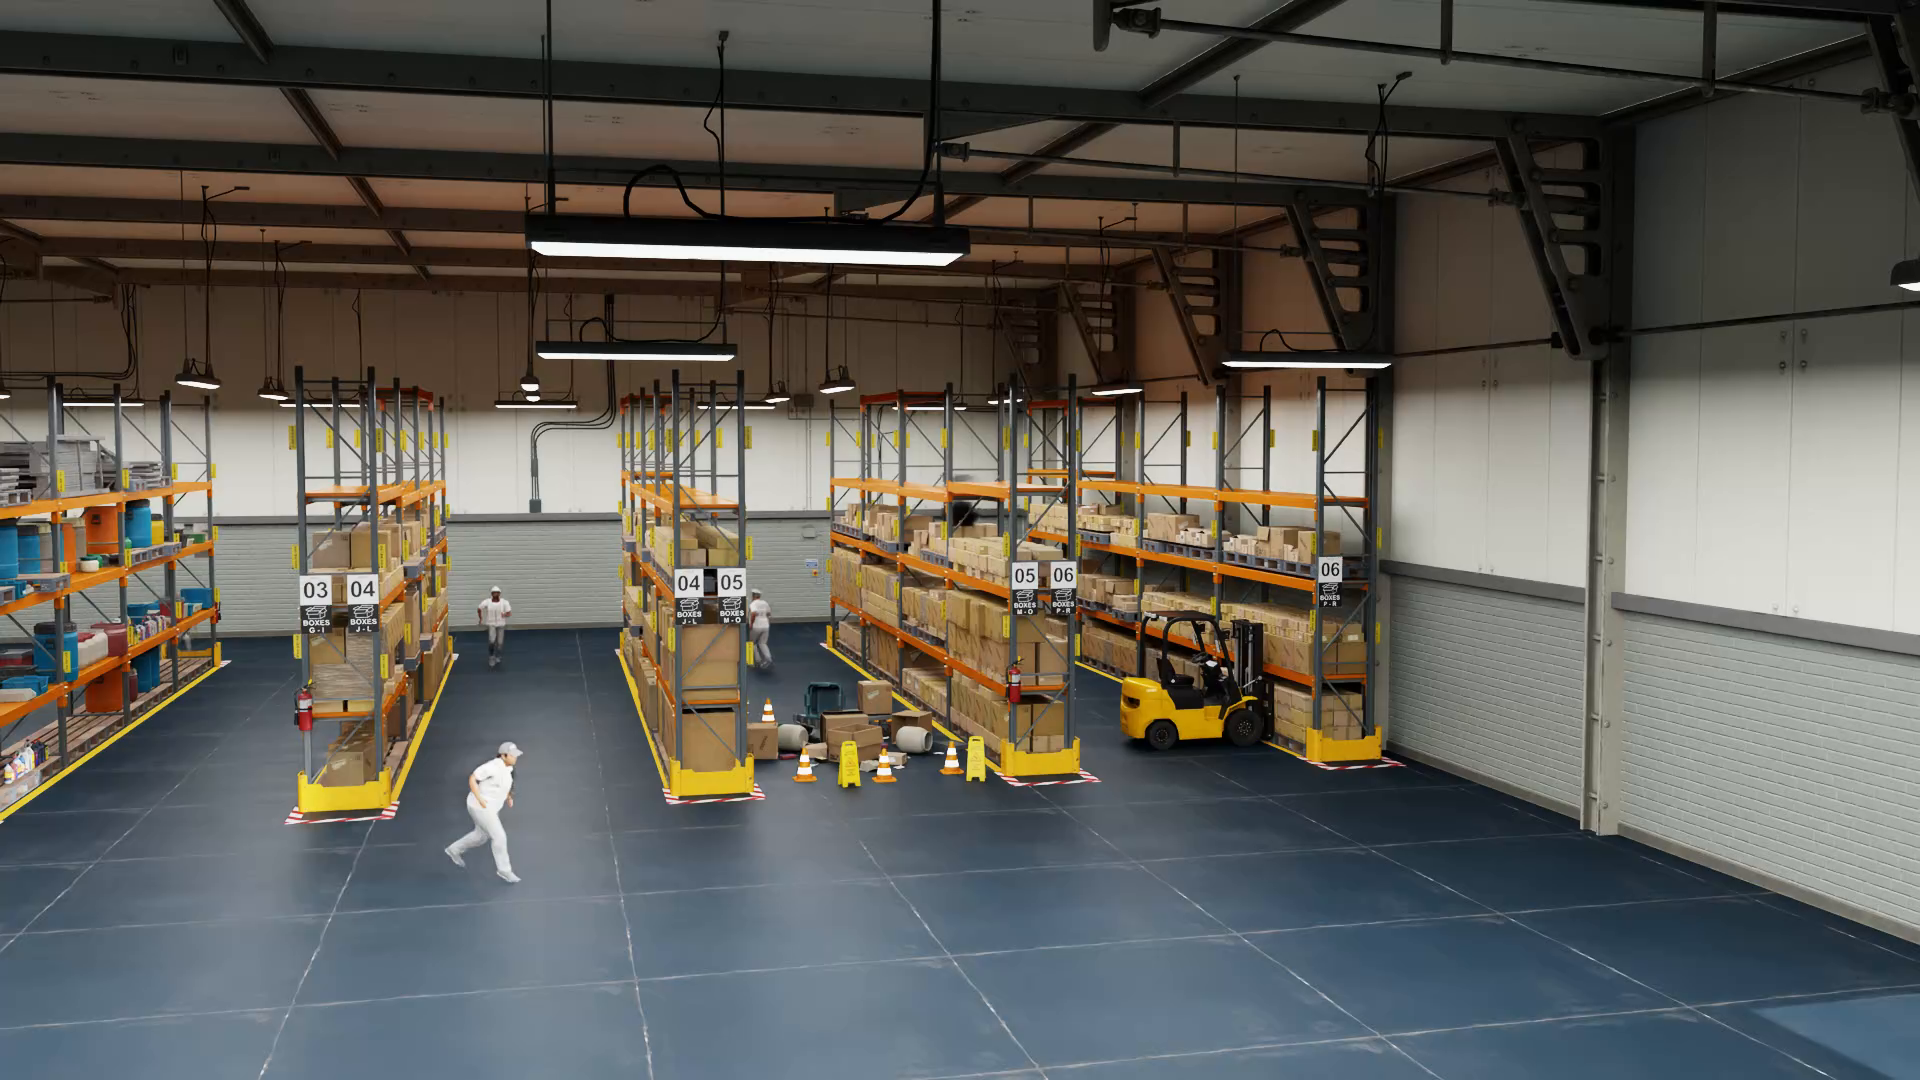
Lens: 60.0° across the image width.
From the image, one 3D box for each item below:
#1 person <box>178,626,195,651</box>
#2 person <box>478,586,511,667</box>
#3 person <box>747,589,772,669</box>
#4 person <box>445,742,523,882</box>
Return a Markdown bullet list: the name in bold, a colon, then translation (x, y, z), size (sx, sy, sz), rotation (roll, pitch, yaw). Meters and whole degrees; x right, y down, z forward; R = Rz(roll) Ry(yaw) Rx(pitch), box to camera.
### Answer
- **person**: translation (-17.757, 2.012, 37.909), size (0.998, 1.445, 0.516), rotation (1, 4, 20)
- **person**: translation (-10.308, 1.923, 36.900), size (0.687, 1.789, 0.723), rotation (-1, 4, -23)
- **person**: translation (-4.341, 1.959, 36.444), size (0.631, 1.741, 0.822), rotation (-3, 4, -40)
- **person**: translation (-5.456, 3.102, 18.973), size (1.021, 1.630, 0.640), rotation (1, 4, 18)
